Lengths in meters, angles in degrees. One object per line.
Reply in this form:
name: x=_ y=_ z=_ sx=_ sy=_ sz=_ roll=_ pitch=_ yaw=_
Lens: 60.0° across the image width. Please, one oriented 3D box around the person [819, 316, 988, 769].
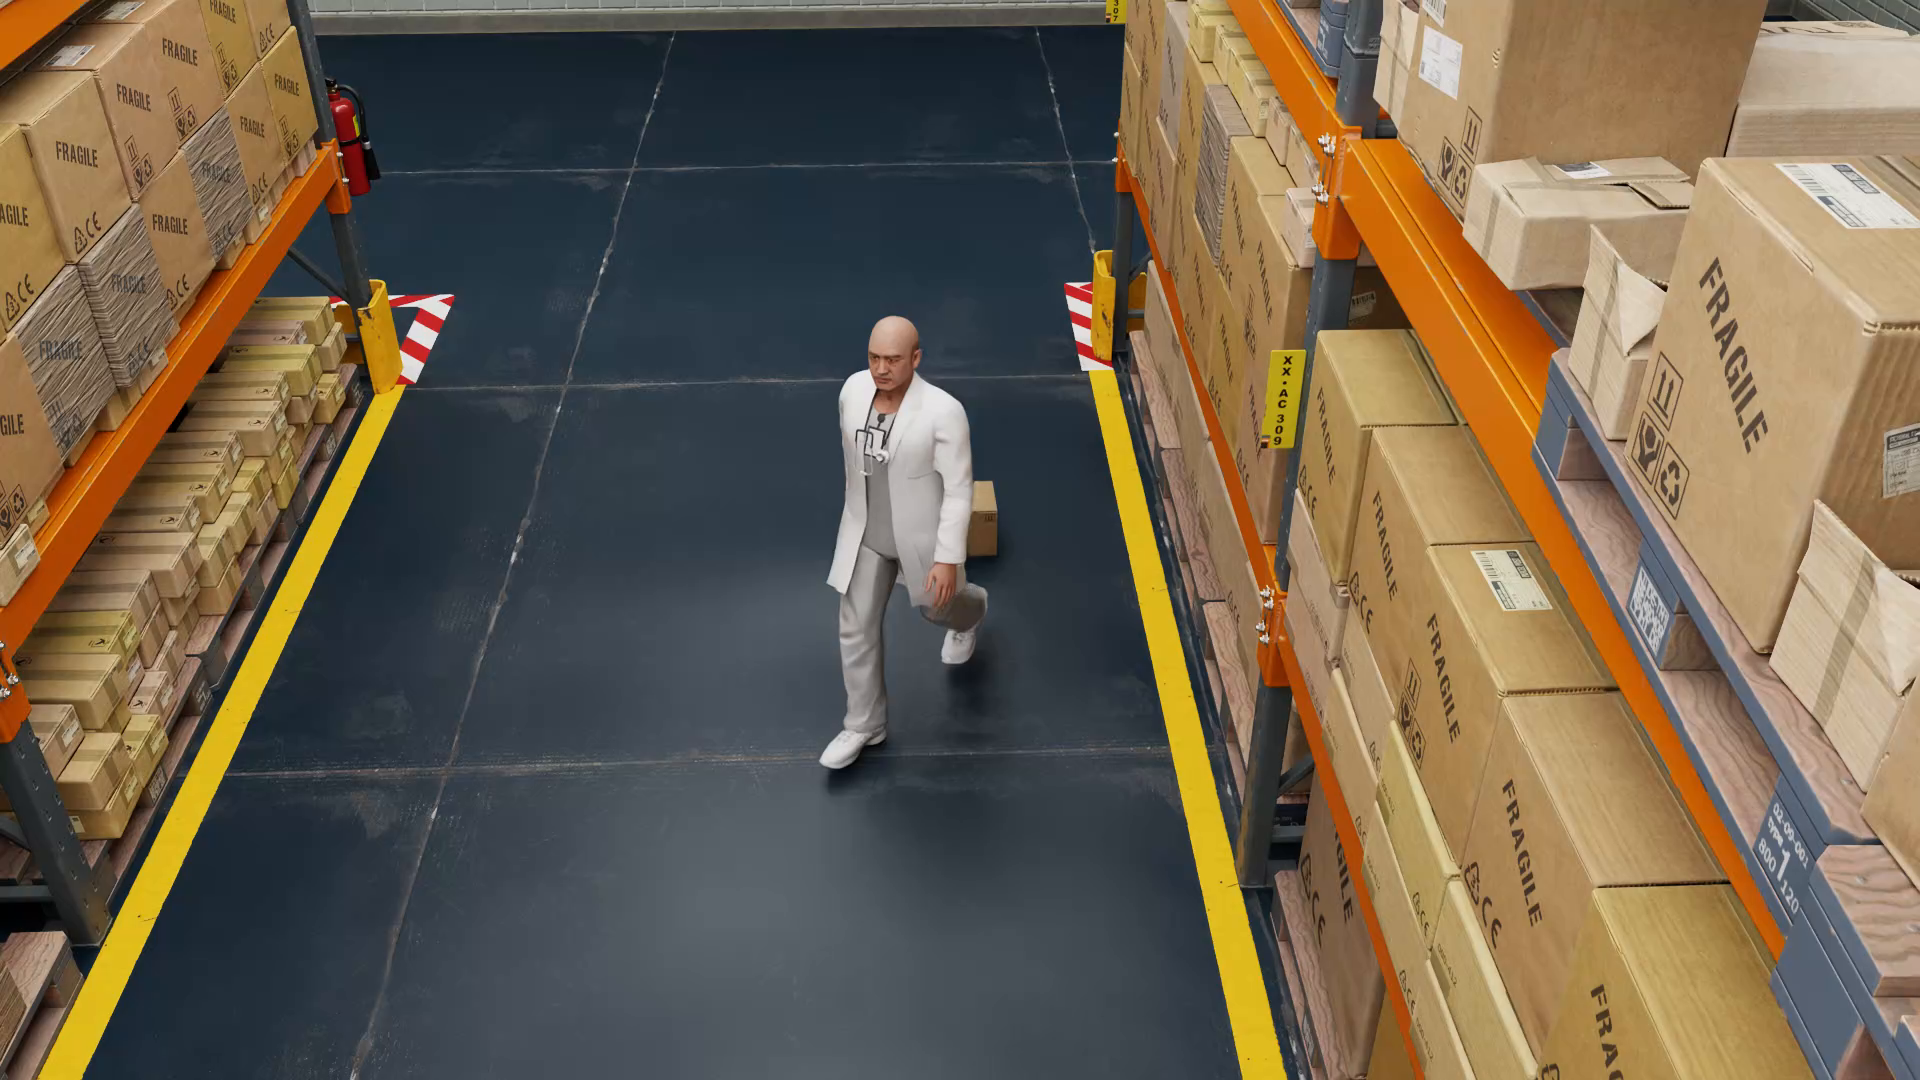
person: x=-0.199 y=-0.053 z=6.239 sx=0.618 sy=1.742 sz=1.095 roll=16 pitch=38 yaw=21
